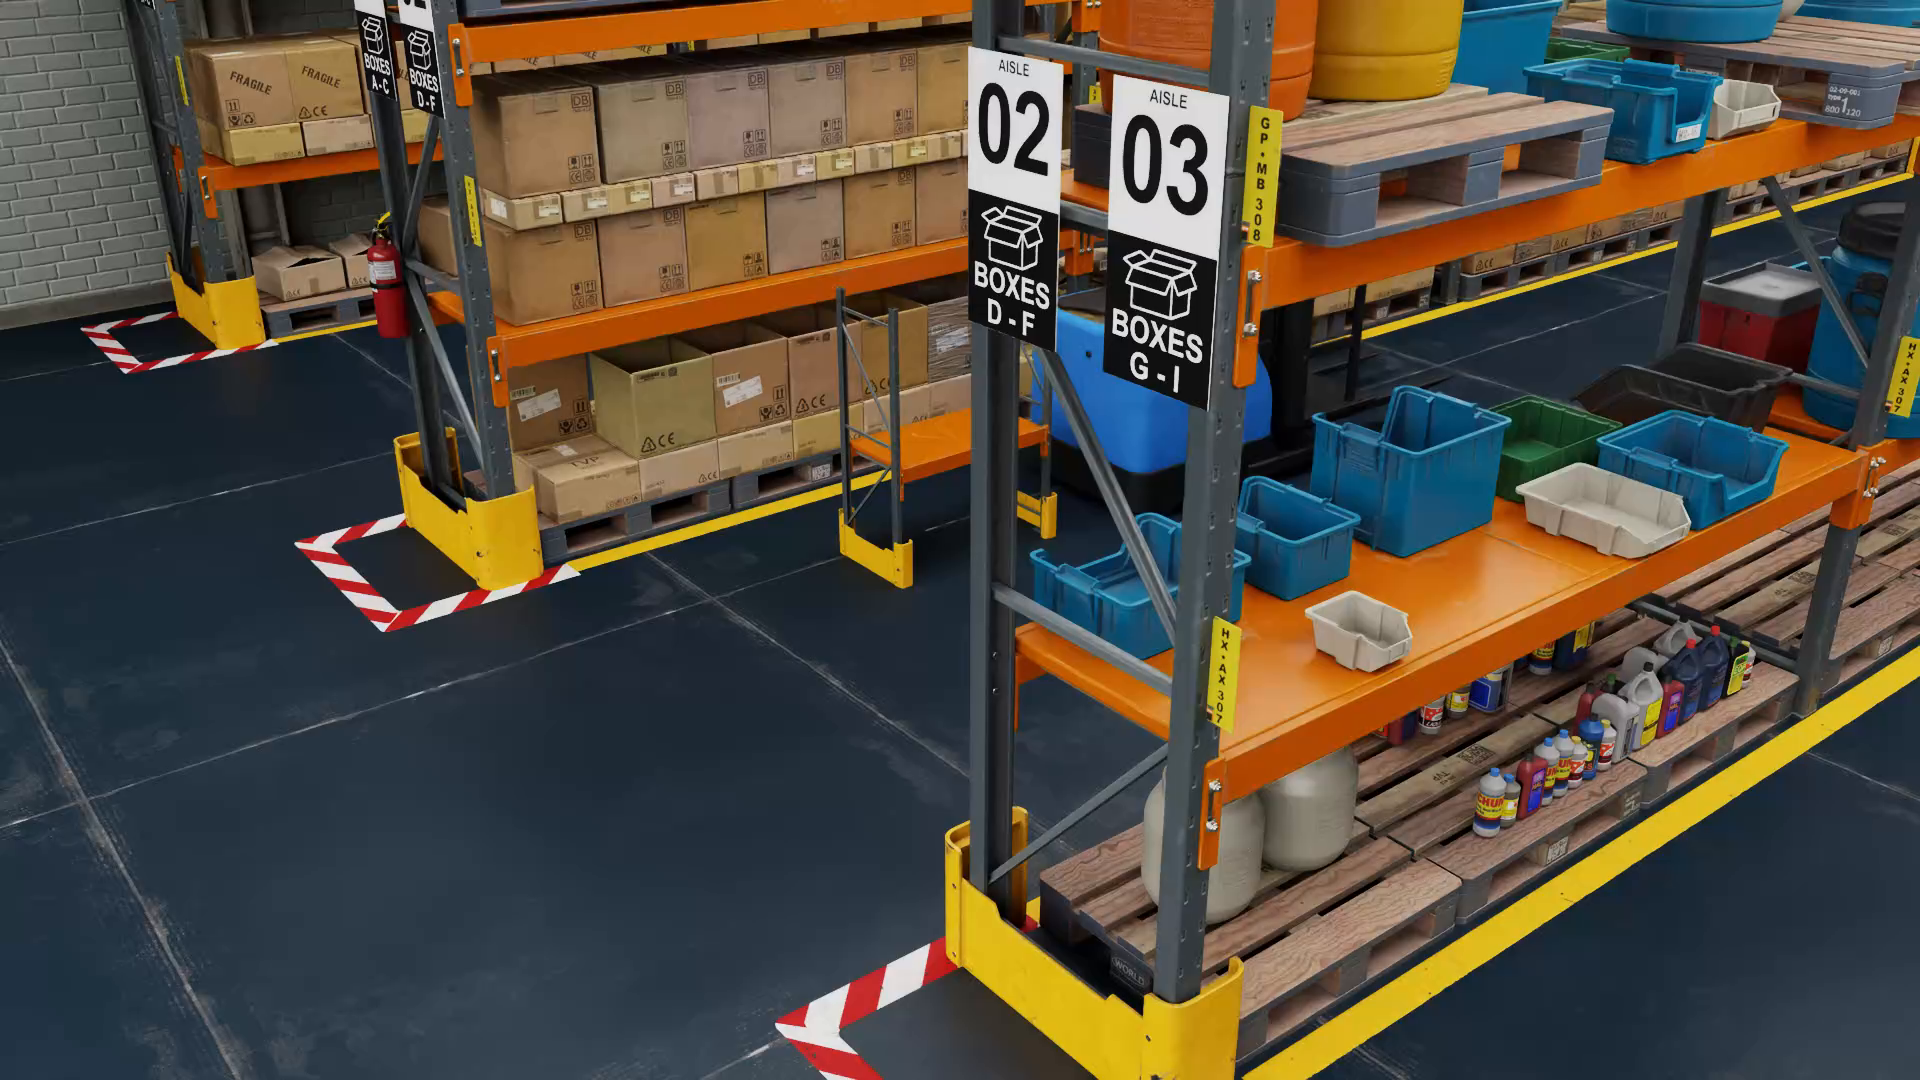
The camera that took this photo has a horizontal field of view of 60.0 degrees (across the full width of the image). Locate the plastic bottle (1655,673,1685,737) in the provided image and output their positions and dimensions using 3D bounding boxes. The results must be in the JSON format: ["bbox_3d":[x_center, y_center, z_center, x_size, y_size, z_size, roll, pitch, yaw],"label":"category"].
[{"bbox_3d":[2.952,0.675,6.937,0.133,0.283,0.061,-16,29,-31],"label":"plastic bottle"}]

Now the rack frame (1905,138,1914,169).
[{"bbox_3d":[9.924,-5.486,17.507,0.127,3.000,1.000,-18,31,-34],"label":"rack frame"}]

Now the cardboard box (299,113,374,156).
[{"bbox_3d":[-4.747,-3.072,12.460,0.500,0.250,0.500,-19,31,-36],"label":"cardboard box"}]

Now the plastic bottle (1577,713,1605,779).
[{"bbox_3d":[2.514,0.815,6.649,0.097,0.271,0.097,0,25,0],"label":"plastic bottle"}]

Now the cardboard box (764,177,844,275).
[{"bbox_3d":[-1.075,-1.895,9.651,0.500,0.500,0.700,-17,30,-33],"label":"cardboard box"}]

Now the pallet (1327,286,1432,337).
[{"bbox_3d":[2.957,-1.942,13.183,1.213,0.211,1.003,-18,31,-34],"label":"pallet"}]

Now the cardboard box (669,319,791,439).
[{"bbox_3d":[-1.330,-0.943,9.595,0.500,0.500,0.500,-18,31,-34],"label":"cardboard box"}]

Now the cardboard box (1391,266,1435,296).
[{"bbox_3d":[3.365,-2.133,13.051,0.500,0.250,0.500,-17,30,-33],"label":"cardboard box"}]

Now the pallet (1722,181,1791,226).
[{"bbox_3d":[7.317,-3.360,16.239,1.213,0.211,1.003,-18,31,-34],"label":"pallet"}]

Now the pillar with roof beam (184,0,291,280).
[{"bbox_3d":[-3.053,-4.733,8.758,0.400,9.000,9.100,-18,31,-34],"label":"pillar with roof beam"}]

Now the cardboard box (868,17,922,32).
[{"bbox_3d":[-0.762,-4.836,15.466,0.500,0.500,0.700,-18,31,-34],"label":"cardboard box"}]

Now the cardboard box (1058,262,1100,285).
[{"bbox_3d":[0.623,-1.766,11.594,0.500,0.311,0.500,-18,31,-34],"label":"cardboard box"}]

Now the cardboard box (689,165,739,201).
[{"bbox_3d":[-1.414,-1.968,9.038,0.250,0.149,0.380,-19,31,-36],"label":"cardboard box"}]

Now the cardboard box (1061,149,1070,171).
[{"bbox_3d":[0.841,-2.443,11.128,0.500,0.250,0.500,-16,29,-31],"label":"cardboard box"}]

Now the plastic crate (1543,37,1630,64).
[{"bbox_3d":[2.125,-1.671,5.977,0.450,0.188,0.336,-18,31,-34],"label":"plastic crate"}]

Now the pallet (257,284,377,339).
[{"bbox_3d":[-5.006,-1.924,13.144,1.213,0.211,1.003,-18,31,-34],"label":"pallet"}]

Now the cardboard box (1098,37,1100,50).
[{"bbox_3d":[1.436,-5.055,16.854,0.250,0.149,0.380,-17,30,-32],"label":"cardboard box"}]

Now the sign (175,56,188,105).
[{"bbox_3d":[-5.392,-3.182,11.516,0.005,0.325,0.100,-18,31,-34],"label":"sign"}]

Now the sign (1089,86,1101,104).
[{"bbox_3d":[0.824,-2.614,10.196,0.005,0.325,0.100,-18,31,-34],"label":"sign"}]

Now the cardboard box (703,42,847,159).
[{"bbox_3d":[-1.049,-2.494,9.400,0.500,0.500,0.700,-18,31,-34],"label":"cardboard box"}]

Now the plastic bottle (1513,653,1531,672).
[{"bbox_3d":[2.495,0.397,7.456,0.185,0.351,0.144,-20,31,-36],"label":"plastic bottle"}]

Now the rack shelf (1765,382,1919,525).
[{"bbox_3d":[5.108,-0.920,8.523,4.000,0.370,1.077,-18,31,-34],"label":"rack shelf"}]

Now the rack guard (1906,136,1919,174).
[{"bbox_3d":[9.864,-4.332,17.990,0.348,0.500,1.175,-18,31,-34],"label":"rack guard"}]

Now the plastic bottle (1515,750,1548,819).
[{"bbox_3d":[2.195,0.925,6.399,0.133,0.283,0.061,-18,30,-33],"label":"plastic bottle"}]

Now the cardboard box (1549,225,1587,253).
[{"bbox_3d":[4.969,-2.763,14.087,0.500,0.500,0.500,-19,31,-35],"label":"cardboard box"}]

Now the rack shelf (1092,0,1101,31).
[{"bbox_3d":[2.055,-3.922,11.429,4.000,0.370,1.077,-18,31,-34],"label":"rack shelf"}]

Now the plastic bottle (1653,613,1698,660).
[{"bbox_3d":[3.116,0.490,7.254,0.185,0.351,0.144,-18,31,-34],"label":"plastic bottle"}]

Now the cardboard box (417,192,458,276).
[{"bbox_3d":[-4.070,-2.507,13.536,0.500,0.500,0.700,-21,32,-37],"label":"cardboard box"}]

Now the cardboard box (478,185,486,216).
[{"bbox_3d":[-2.484,-1.831,8.743,0.250,0.149,0.380,-19,31,-35],"label":"cardboard box"}]

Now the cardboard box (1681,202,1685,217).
[{"bbox_3d":[6.565,-3.289,15.221,0.500,0.500,0.500,-18,31,-34],"label":"cardboard box"}]

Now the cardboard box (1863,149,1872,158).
[{"bbox_3d":[9.274,-4.102,17.368,0.250,0.166,0.380,-18,31,-34],"label":"cardboard box"}]

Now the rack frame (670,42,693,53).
[{"bbox_3d":[-2.579,-4.008,14.324,0.127,3.000,1.000,-18,31,-34],"label":"rack frame"}]

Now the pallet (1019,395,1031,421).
[{"bbox_3d":[-0.171,-0.911,10.962,1.213,0.211,1.003,-18,31,-34],"label":"pallet"}]

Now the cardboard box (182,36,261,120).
[{"bbox_3d":[-5.487,-3.443,12.370,0.500,0.500,0.500,-19,31,-35],"label":"cardboard box"}]

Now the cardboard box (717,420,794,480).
[{"bbox_3d":[-1.323,-0.599,9.745,0.500,0.250,0.500,-18,31,-34],"label":"cardboard box"}]

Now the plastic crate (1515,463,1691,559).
[{"bbox_3d":[2.413,-0.101,6.218,0.437,0.136,0.530,-18,31,-34],"label":"plastic crate"}]

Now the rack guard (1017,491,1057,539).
[{"bbox_3d":[0.332,-0.223,9.433,0.087,0.250,0.587,-18,31,-34],"label":"rack guard"}]

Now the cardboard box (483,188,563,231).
[{"bbox_3d":[-2.225,-1.700,8.459,0.250,0.149,0.380,-19,31,-34],"label":"cardboard box"}]

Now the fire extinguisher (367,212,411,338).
[{"bbox_3d":[-3.047,-1.417,8.833,0.183,0.674,0.296,-18,31,-34],"label":"fire extinguisher"}]

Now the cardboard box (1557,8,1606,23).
[{"bbox_3d":[5.424,-4.203,14.125,0.700,0.500,0.500,18,30,33],"label":"cardboard box"}]

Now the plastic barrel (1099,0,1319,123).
[{"bbox_3d":[0.691,-1.602,4.566,0.708,0.830,0.600,-18,31,-34],"label":"plastic barrel"}]

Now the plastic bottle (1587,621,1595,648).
[{"bbox_3d":[2.842,0.372,7.590,0.133,0.283,0.061,-18,31,-34],"label":"plastic bottle"}]

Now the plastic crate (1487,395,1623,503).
[{"bbox_3d":[2.292,-0.371,6.739,0.662,0.188,0.450,-18,31,-34],"label":"plastic crate"}]

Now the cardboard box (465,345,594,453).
[{"bbox_3d":[-2.429,-0.851,9.396,0.500,0.500,0.500,-18,31,-34],"label":"cardboard box"}]

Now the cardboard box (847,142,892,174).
[{"bbox_3d":[-0.601,-2.237,9.618,0.250,0.149,0.380,-17,30,-33],"label":"cardboard box"}]

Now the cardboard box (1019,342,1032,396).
[{"bbox_3d":[0.251,-1.119,10.865,0.500,0.250,0.500,-18,31,-34],"label":"cardboard box"}]

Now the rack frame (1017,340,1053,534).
[{"bbox_3d":[0.333,-0.790,9.171,0.032,1.500,0.500,-18,31,-34],"label":"rack frame"}]

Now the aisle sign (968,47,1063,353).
[{"bbox_3d":[0.147,-0.946,4.638,0.004,0.787,0.394,-18,31,-34],"label":"aisle sign"}]

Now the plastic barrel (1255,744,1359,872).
[{"bbox_3d":[1.252,0.924,6.152,0.421,0.512,0.421,0,25,0],"label":"plastic barrel"}]

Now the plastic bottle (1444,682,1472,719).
[{"bbox_3d":[2.123,0.652,7.084,0.097,0.201,0.097,0,25,0],"label":"plastic bottle"}]

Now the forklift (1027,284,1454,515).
[{"bbox_3d":[1.889,-1.957,9.984,3.031,2.935,1.130,-18,30,-33],"label":"forklift"}]

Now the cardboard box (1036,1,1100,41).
[{"bbox_3d":[1.109,-5.278,16.564,0.500,0.500,0.500,-17,30,-33],"label":"cardboard box"}]

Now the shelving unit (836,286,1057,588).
[{"bbox_3d":[-0.060,-0.661,8.892,1.083,1.500,0.587,-18,31,-34],"label":"shelving unit"}]

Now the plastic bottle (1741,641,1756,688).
[{"bbox_3d":[3.441,0.541,7.323,0.097,0.201,0.097,0,25,0],"label":"plastic bottle"}]

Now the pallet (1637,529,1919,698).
[{"bbox_3d":[4.128,0.321,8.307,1.213,0.211,1.003,-18,31,-34],"label":"pallet"}]

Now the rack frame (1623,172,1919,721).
[{"bbox_3d":[3.534,-0.727,7.252,0.127,3.000,1.000,-18,31,-34],"label":"rack frame"}]

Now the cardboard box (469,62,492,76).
[{"bbox_3d":[-3.961,-3.670,12.859,0.500,0.500,0.500,-17,30,-32],"label":"cardboard box"}]
